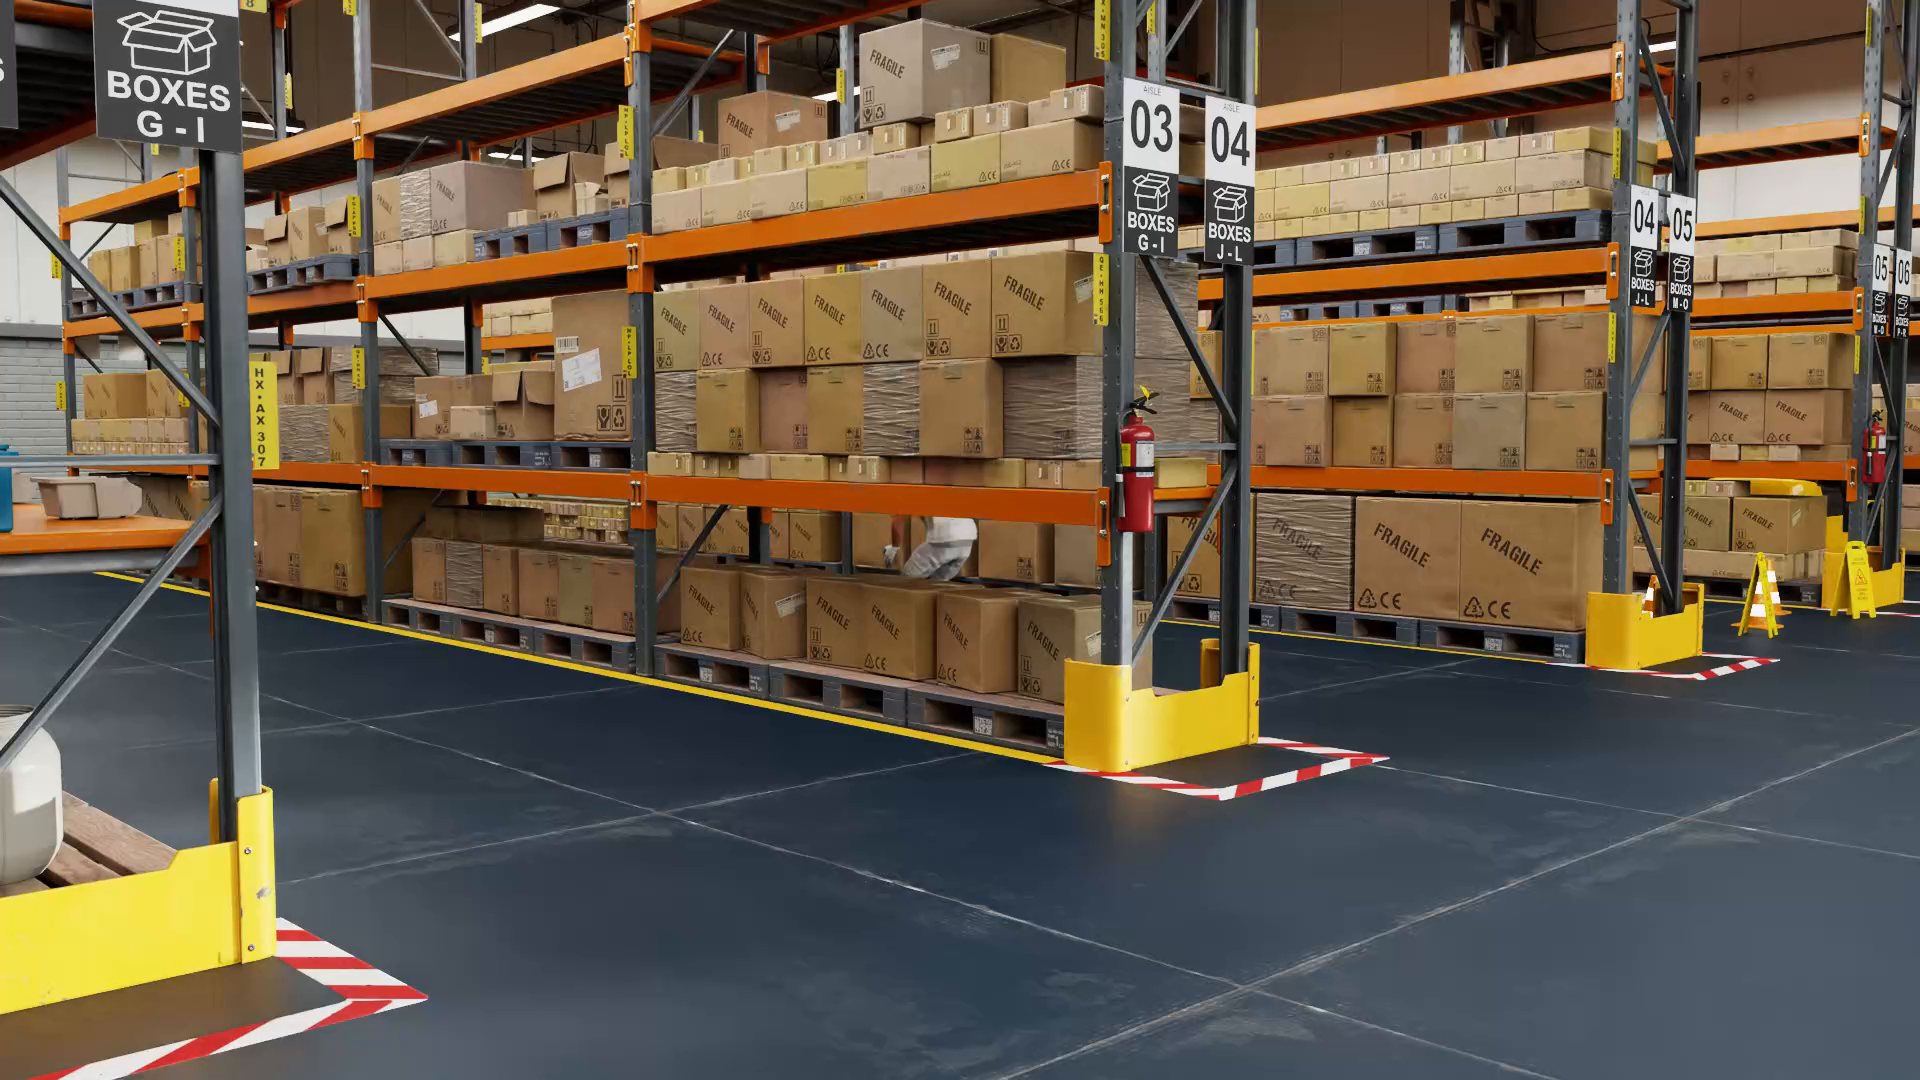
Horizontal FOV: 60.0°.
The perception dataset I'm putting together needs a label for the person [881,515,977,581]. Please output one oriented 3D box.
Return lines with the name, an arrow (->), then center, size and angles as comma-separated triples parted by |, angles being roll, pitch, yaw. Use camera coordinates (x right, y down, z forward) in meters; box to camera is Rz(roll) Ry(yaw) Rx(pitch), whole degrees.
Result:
person -> -0.238, 0.031, 12.438 | 0.582, 1.472, 0.730 | -4, 5, -44
